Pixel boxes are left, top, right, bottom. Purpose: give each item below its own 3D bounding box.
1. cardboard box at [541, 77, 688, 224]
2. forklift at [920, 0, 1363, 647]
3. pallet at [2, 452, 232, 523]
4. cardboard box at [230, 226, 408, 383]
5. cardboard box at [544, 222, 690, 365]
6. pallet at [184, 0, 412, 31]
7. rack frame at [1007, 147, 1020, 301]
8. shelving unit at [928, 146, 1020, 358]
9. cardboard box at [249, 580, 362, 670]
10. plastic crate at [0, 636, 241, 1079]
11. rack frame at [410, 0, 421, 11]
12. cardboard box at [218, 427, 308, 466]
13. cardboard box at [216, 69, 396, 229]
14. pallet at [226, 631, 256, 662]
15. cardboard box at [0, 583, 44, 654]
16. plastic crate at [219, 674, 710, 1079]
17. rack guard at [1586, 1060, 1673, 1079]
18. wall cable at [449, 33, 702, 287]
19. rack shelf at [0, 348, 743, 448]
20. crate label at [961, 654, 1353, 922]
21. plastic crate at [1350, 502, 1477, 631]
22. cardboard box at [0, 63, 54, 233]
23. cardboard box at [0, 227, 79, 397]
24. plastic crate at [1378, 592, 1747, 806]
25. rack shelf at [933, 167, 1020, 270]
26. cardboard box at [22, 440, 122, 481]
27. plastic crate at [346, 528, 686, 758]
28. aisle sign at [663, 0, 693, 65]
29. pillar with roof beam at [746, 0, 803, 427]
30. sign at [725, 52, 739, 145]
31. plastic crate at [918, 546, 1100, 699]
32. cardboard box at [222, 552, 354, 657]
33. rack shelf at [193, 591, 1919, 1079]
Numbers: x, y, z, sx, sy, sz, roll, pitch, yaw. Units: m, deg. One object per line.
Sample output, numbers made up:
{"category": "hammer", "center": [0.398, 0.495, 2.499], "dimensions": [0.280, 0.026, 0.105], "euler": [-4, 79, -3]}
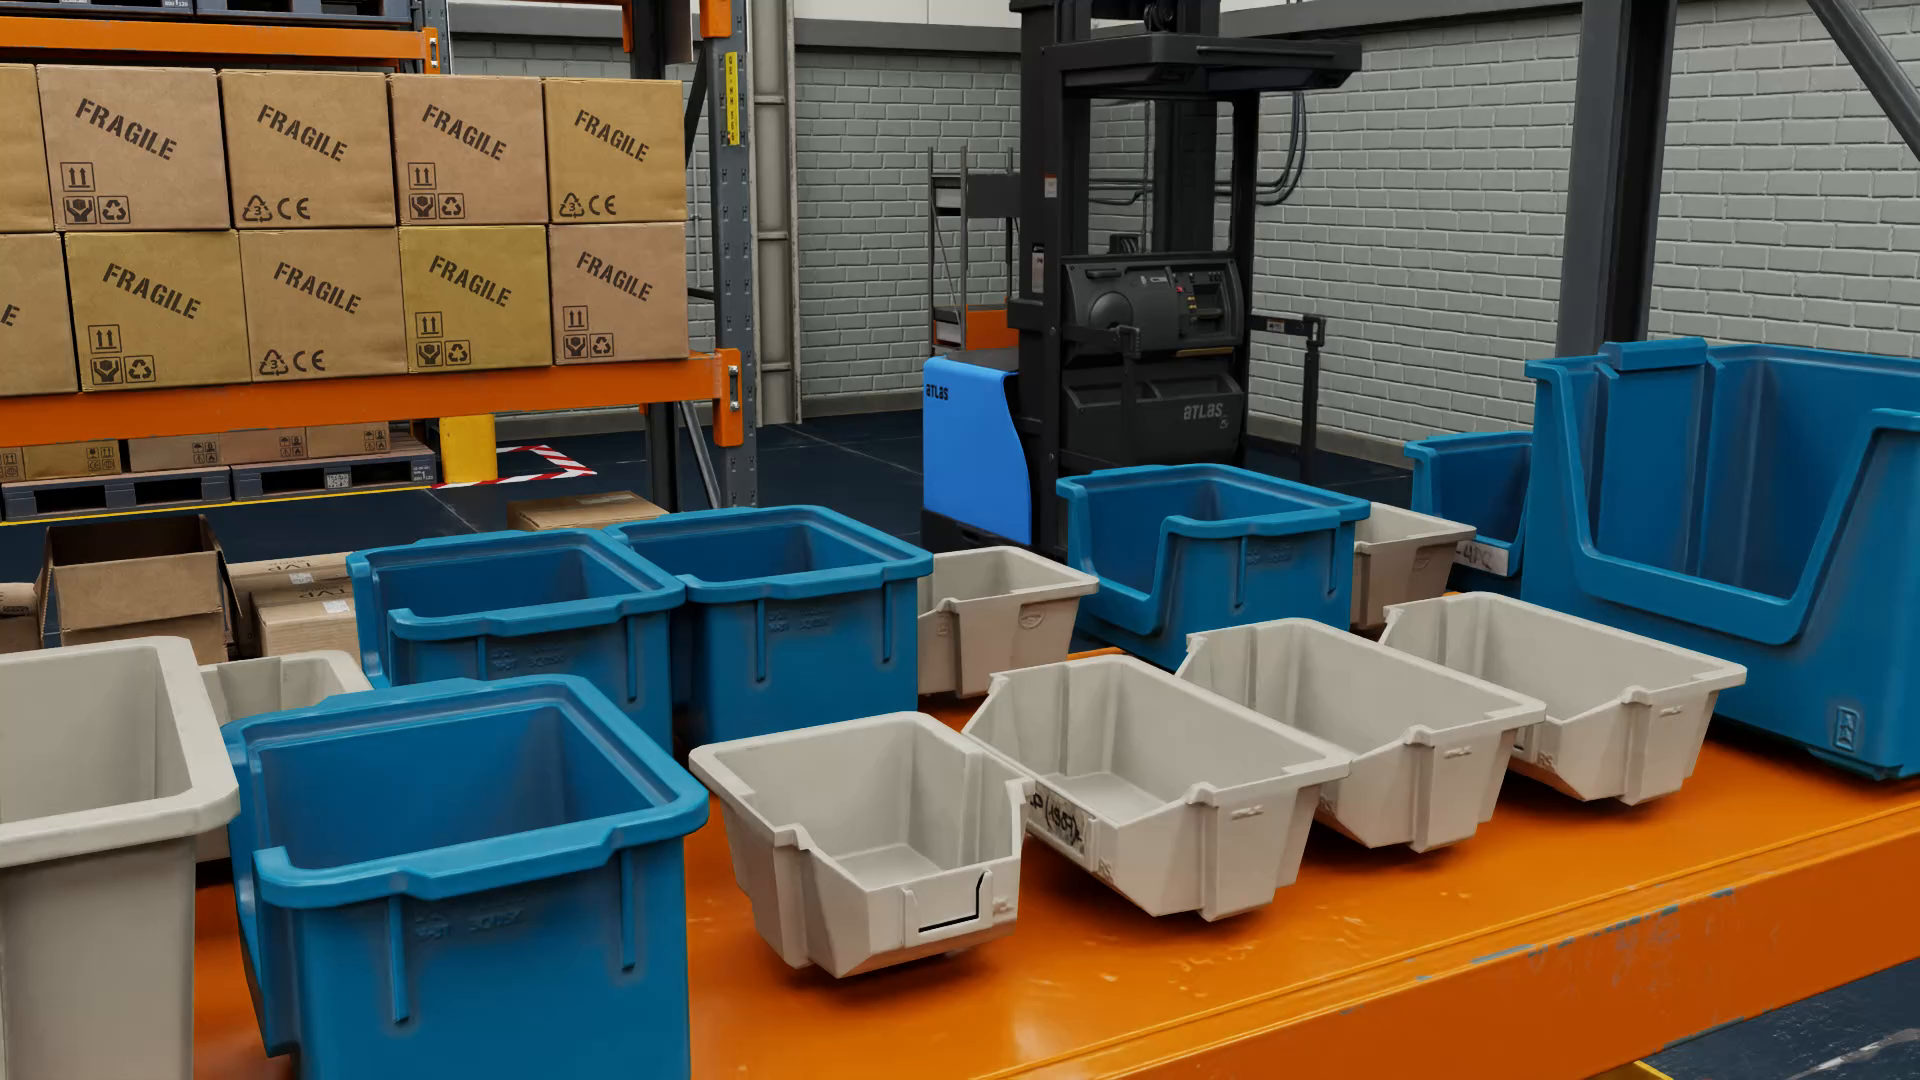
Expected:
{"category": "cardboard box", "center": [-1.335, -1.430, 6.127], "dimensions": [0.500, 0.500, 0.500], "euler": [-7, 14, -28]}
{"category": "forklift", "center": [0.982, -1.074, 7.204], "dimensions": [1.130, 2.935, 3.031], "euler": [-7, 15, -30]}
{"category": "pallet", "center": [-5.187, -0.360, 10.230], "dimensions": [1.213, 0.211, 1.003], "euler": [-7, 14, -28]}
{"category": "cardboard box", "center": [-2.233, -0.836, 5.764], "dimensions": [0.500, 0.500, 0.500], "euler": [-7, 14, -27]}
{"category": "cardboard box", "center": [-1.339, -0.943, 6.238], "dimensions": [0.500, 0.500, 0.500], "euler": [-6, 14, -26]}
{"category": "pallet", "center": [-4.099, -3.288, 10.256], "dimensions": [1.213, 0.211, 1.003], "euler": [-7, 14, -28]}
{"category": "rack frame", "center": [0.359, -1.067, 9.070], "dimensions": [0.015, 2.100, 0.400], "euler": [-7, 14, -28]}
{"category": "shelving unit", "center": [0.145, -1.042, 8.956], "dimensions": [0.503, 2.100, 0.431], "euler": [-7, 14, -28]}
{"category": "cardboard box", "center": [-2.283, 0.332, 6.061], "dimensions": [0.500, 0.250, 0.500], "euler": [-7, 14, -28]}
{"category": "plastic crate", "center": [-0.788, 0.286, 1.140], "dimensions": [0.530, 0.282, 0.437], "euler": [-7, 14, -28]}
{"category": "rack frame", "center": [-3.453, -4.874, 10.273], "dimensions": [0.127, 3.000, 1.000], "euler": [-7, 14, -28]}
{"category": "cardboard box", "center": [-4.458, -0.787, 10.513], "dimensions": [0.500, 0.500, 0.700], "euler": [-7, 14, -28]}
{"category": "cardboard box", "center": [-2.231, -1.321, 5.643], "dimensions": [0.500, 0.500, 0.500], "euler": [-6, 14, -26]}
{"category": "pallet", "center": [-2.912, 0.587, 6.022], "dimensions": [1.213, 0.211, 1.003], "euler": [-7, 14, -28]}
{"category": "cardboard box", "center": [-3.564, 0.331, 5.928], "dimensions": [0.500, 0.311, 0.500], "euler": [-7, 14, -28]}
{"category": "plastic crate", "center": [-0.386, 0.280, 1.280], "dimensions": [0.300, 0.233, 0.416], "euler": [-7, 14, -28]}
{"category": "rack guard", "center": [1.309, 1.176, 2.744], "dimensions": [0.348, 0.500, 1.175], "euler": [-7, 14, -28]}
{"category": "wall cable", "center": [-2.782, -2.760, 12.228], "dimensions": [1.851, 1.984, 0.084], "euler": [-7, 14, -28]}
{"category": "rack shelf", "center": [-2.832, -0.432, 5.835], "dimensions": [4.000, 0.370, 1.077], "euler": [-7, 14, -28]}
{"category": "crate label", "center": [0.171, 0.243, 1.660], "dimensions": [0.243, 0.136, 0.396], "euler": [-7, 14, -28]}
{"category": "plastic crate", "center": [0.598, 0.041, 2.557], "dimensions": [0.298, 0.136, 0.250], "euler": [-7, 14, -28]}
{"category": "cardboard box", "center": [-3.134, -1.213, 5.161], "dimensions": [0.500, 0.500, 0.500], "euler": [-7, 15, -30]}
{"category": "cardboard box", "center": [-3.121, -0.729, 5.289], "dimensions": [0.500, 0.500, 0.500], "euler": [-7, 14, -28]}
{"category": "plastic crate", "center": [0.665, 0.182, 1.934], "dimensions": [0.243, 0.136, 0.396], "euler": [-7, 14, -28]}
{"category": "rack shelf", "center": [0.145, -1.711, 8.805], "dimensions": [0.480, 0.518, 0.431], "euler": [-7, 14, -28]}
{"category": "cardboard box", "center": [-5.364, -0.677, 10.022], "dimensions": [0.500, 0.500, 0.700], "euler": [-6, 14, -27]}
{"category": "plastic crate", "center": [-0.499, 0.147, 1.870], "dimensions": [0.300, 0.233, 0.416], "euler": [-7, 14, -28]}
{"category": "aisle sign", "center": [-1.157, -2.325, 6.689], "dimensions": [0.004, 0.787, 0.394], "euler": [-7, 14, -28]}
{"category": "pillar with roof beam", "center": [0.565, -4.495, 8.589], "dimensions": [0.400, 9.000, 9.100], "euler": [-7, 14, -28]}
{"category": "sign", "center": [-0.828, -1.603, 6.045], "dimensions": [0.005, 0.325, 0.100], "euler": [-7, 14, -28]}
{"category": "plastic crate", "center": [0.003, 0.113, 2.240], "dimensions": [0.298, 0.136, 0.250], "euler": [-7, 14, -28]}
{"category": "cardboard box", "center": [-2.567, 0.241, 6.466], "dimensions": [0.500, 0.250, 0.500], "euler": [-7, 14, -28]}
{"category": "rack shelf", "center": [-0.461, 0.523, 1.592], "dimensions": [4.000, 0.370, 1.077], "euler": [-7, 14, -28]}
